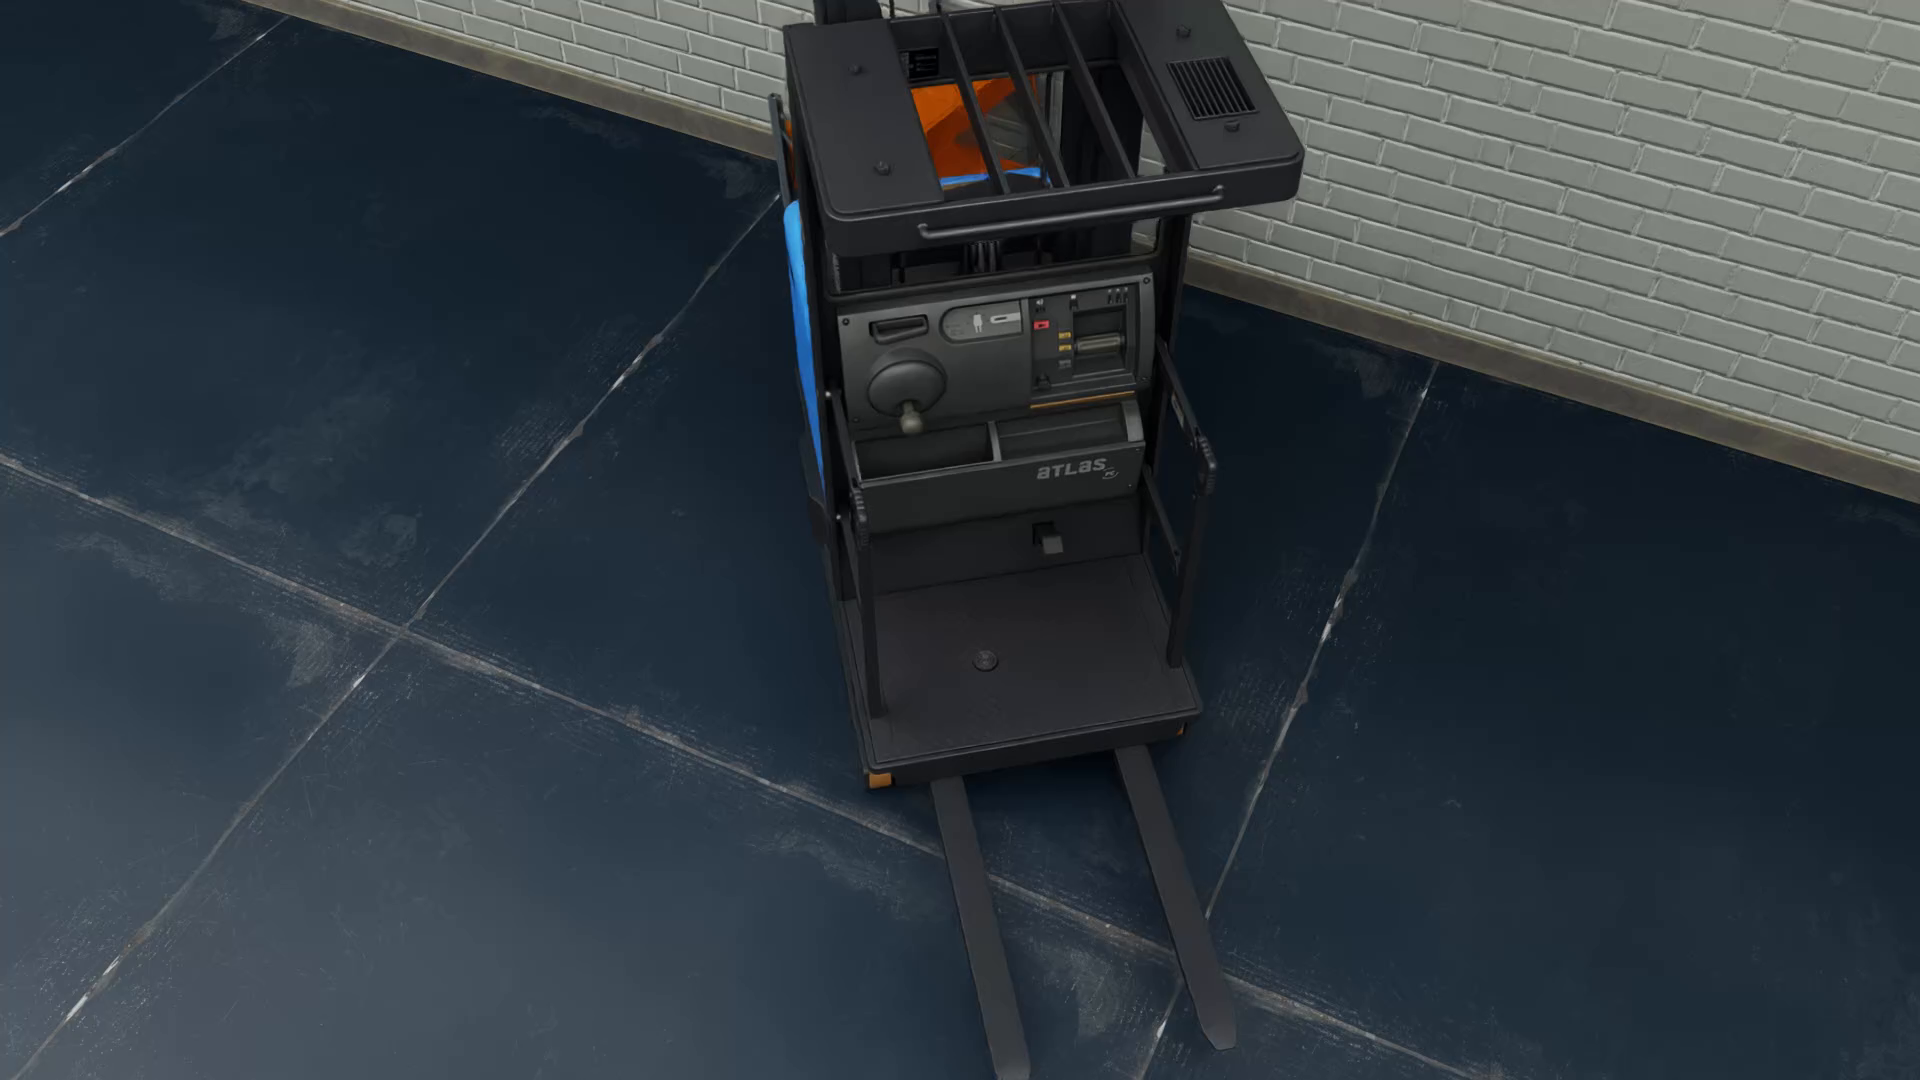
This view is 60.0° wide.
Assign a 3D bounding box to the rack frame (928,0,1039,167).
[{"bbox_3d":[0.110,-1.753,6.968,0.500,1.125,0.032,24,51,26],"label":"rack frame"}]

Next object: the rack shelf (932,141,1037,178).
[{"bbox_3d":[-0.164,-1.275,6.849,0.538,0.278,1.000,24,51,26],"label":"rack shelf"}]

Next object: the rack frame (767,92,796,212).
[{"bbox_3d":[-0.463,-1.145,6.389,0.500,1.125,0.032,24,51,26],"label":"rack frame"}]

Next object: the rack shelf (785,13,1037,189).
[{"bbox_3d":[-0.192,-1.658,6.474,0.538,0.278,1.000,24,51,26],"label":"rack shelf"}]

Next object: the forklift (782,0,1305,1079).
[{"bbox_3d":[0.158,-0.442,4.701,1.130,2.935,3.031,-9,50,-7],"label":"forklift"}]

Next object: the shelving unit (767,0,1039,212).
[{"bbox_3d":[-0.177,-1.449,6.678,0.538,1.125,1.048,24,51,26],"label":"shelving unit"}]
